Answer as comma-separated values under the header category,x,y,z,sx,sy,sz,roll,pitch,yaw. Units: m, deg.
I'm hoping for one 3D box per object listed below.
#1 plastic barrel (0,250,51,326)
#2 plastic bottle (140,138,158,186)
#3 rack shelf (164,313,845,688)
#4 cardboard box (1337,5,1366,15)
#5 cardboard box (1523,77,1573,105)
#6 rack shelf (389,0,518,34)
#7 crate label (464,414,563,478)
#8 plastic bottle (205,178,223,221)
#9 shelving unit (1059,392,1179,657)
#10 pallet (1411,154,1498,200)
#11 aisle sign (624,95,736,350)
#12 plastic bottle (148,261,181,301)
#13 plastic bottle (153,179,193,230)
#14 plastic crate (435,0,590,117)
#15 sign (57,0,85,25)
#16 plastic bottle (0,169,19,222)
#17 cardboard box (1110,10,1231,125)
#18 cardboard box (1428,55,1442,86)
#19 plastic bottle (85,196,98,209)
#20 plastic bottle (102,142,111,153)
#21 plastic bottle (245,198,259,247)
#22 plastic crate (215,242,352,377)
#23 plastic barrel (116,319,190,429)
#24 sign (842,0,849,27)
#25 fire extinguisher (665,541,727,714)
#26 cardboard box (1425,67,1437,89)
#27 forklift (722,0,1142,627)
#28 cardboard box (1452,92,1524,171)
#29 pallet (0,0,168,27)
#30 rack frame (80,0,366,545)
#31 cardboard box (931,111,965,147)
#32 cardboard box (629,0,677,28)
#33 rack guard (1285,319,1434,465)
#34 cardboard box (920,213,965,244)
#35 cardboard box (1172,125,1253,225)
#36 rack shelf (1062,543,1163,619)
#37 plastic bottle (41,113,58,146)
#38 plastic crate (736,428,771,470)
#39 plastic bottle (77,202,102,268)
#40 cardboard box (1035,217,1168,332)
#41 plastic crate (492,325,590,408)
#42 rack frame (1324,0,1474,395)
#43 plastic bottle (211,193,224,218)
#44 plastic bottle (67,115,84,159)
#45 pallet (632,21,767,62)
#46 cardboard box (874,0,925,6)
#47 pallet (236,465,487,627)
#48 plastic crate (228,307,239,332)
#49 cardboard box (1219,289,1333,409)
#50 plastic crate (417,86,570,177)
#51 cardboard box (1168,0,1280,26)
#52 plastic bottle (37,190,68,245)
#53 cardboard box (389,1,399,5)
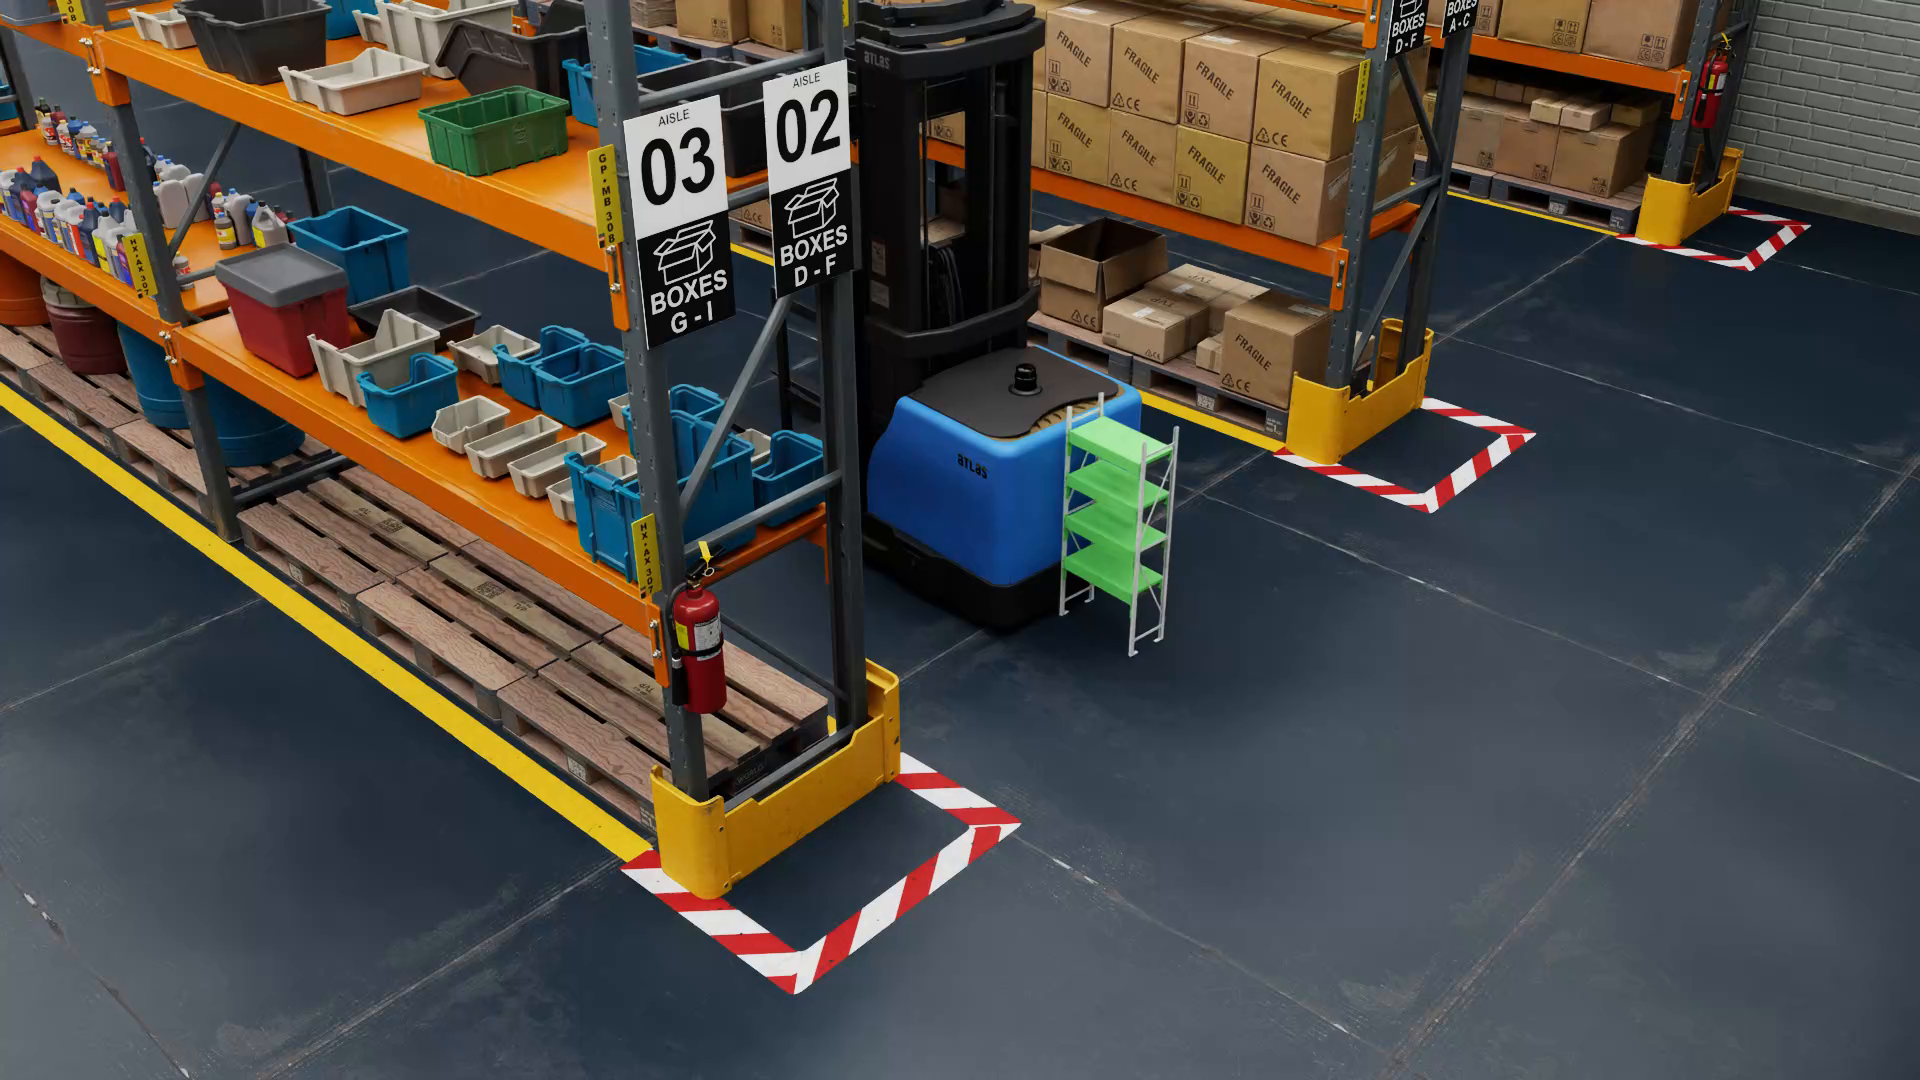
category,x,y,z,sx,sy,sz,roll,pitch,yaw
plastic barrel,-6.344,-1.940,11.262,0.708,0.830,0.600,25,39,35
plastic bottle,-4.959,-2.278,10.174,0.185,0.351,0.144,25,39,35
rack shelf,-2.270,-0.468,7.817,4.000,0.370,1.077,25,39,35
cardboard box,3.824,-4.937,14.251,0.700,0.700,0.980,24,38,34
cardboard box,4.941,-3.759,13.973,0.250,0.149,0.380,25,39,35
rack shelf,-4.874,-5.130,15.560,4.000,0.370,1.077,25,39,35
crate label,-1.941,-0.403,7.208,0.243,0.136,0.396,25,39,35
plastic bottle,-4.397,-2.016,9.804,0.133,0.283,0.061,25,39,35
shelving unit,0.771,-0.069,8.202,0.258,1.200,0.503,-25,39,-35
pallet,4.315,-3.347,14.605,1.213,0.211,1.003,25,39,35
aisle sign,-0.930,-1.061,5.584,0.004,0.787,0.394,25,39,35
plastic bottle,-4.262,-1.428,8.834,0.135,0.276,0.152,25,39,35
plastic bottle,-4.629,-1.984,9.757,0.135,0.276,0.152,25,39,35
plastic crate,-1.735,-1.977,6.777,0.767,0.338,0.504,25,39,35
sign,-4.123,-2.548,7.657,0.005,0.325,0.100,25,39,35
plastic bottle,-5.586,-2.046,9.861,0.135,0.276,0.152,25,39,35
cardboard box,1.263,-2.849,10.008,0.500,0.500,0.500,26,40,36
cardboard box,4.181,-4.112,14.559,0.250,0.149,0.380,25,39,36
plastic bottle,-4.936,-1.828,9.503,0.097,0.271,0.097,0,31,0
plastic bottle,-5.382,-2.428,10.568,0.097,0.201,0.097,0,31,0
plastic bottle,-4.007,-1.816,9.484,0.097,0.271,0.097,0,31,0
plastic crate,-3.259,-1.117,8.077,0.583,0.464,0.402,25,39,35
plastic barrel,-4.669,-1.189,9.945,0.708,0.901,0.600,25,39,35
sign,-0.796,-3.644,11.272,0.005,0.325,0.100,25,39,35
fire extinguisher,-0.980,0.335,6.222,0.183,0.674,0.296,25,39,35
cardboard box,3.900,-3.977,14.335,0.250,0.149,0.380,24,38,34
forklift,-0.417,-1.495,8.891,1.130,2.935,3.031,-25,39,-35
cardboard box,4.531,-3.533,14.226,0.500,0.500,0.700,24,38,34
pallet,-4.399,-2.907,8.445,1.003,0.211,1.213,25,39,35
rack frame,-3.753,-1.469,8.781,0.127,3.000,1.000,25,39,35
cardboard box,0.151,-2.948,11.141,0.500,0.500,0.500,26,40,36
cardboard box,-2.299,-4.404,13.153,0.700,0.500,0.500,-21,37,-31
rack guard,2.483,-0.932,10.314,0.348,0.500,1.175,25,39,35
cardboard box,-0.260,-2.170,12.127,0.500,0.311,0.500,25,39,35
cardboard box,1.638,-2.249,9.981,0.500,0.500,0.500,25,39,35
rack shelf,0.771,0.191,8.359,0.258,0.148,0.480,-25,39,-35
plastic bottle,-6.059,-2.744,11.092,0.097,0.201,0.097,0,31,0
plastic crate,-0.931,-0.351,7.122,0.298,0.136,0.250,25,39,35
plastic bottle,-4.791,-1.704,9.221,0.185,0.351,0.144,25,39,35
cardboard box,0.971,-1.832,11.379,0.637,0.503,0.797,25,39,35
plastic crate,-1.948,-0.809,7.790,0.300,0.233,0.416,25,39,35
rack frame,2.540,-1.977,9.626,0.127,3.000,1.000,25,39,35
plastic bottle,-4.323,-1.934,9.747,0.097,0.201,0.097,0,31,0
plastic bottle,-5.743,-2.627,10.830,0.097,0.271,0.097,0,31,0
pallet,-1.947,-3.992,13.159,1.213,0.211,1.003,25,39,35
cardboard box,-0.265,-3.562,11.192,0.500,0.500,0.500,26,40,36
pallet,-3.181,-0.034,9.102,1.213,0.211,1.003,25,39,35
plastic crate,-3.503,-1.166,8.475,0.243,0.136,0.396,25,39,35
cardboard box,1.971,-1.189,10.313,0.500,0.500,0.500,25,39,35
plastic crate,-1.710,-1.511,6.148,0.336,0.188,0.450,25,39,35
cardboard box,1.627,-3.056,10.351,0.500,0.500,0.500,26,39,36
plastic bottle,-5.178,-1.856,9.545,0.135,0.276,0.152,25,39,35
cardboard box,-5.865,-5.342,16.930,0.500,0.311,0.500,25,39,35
